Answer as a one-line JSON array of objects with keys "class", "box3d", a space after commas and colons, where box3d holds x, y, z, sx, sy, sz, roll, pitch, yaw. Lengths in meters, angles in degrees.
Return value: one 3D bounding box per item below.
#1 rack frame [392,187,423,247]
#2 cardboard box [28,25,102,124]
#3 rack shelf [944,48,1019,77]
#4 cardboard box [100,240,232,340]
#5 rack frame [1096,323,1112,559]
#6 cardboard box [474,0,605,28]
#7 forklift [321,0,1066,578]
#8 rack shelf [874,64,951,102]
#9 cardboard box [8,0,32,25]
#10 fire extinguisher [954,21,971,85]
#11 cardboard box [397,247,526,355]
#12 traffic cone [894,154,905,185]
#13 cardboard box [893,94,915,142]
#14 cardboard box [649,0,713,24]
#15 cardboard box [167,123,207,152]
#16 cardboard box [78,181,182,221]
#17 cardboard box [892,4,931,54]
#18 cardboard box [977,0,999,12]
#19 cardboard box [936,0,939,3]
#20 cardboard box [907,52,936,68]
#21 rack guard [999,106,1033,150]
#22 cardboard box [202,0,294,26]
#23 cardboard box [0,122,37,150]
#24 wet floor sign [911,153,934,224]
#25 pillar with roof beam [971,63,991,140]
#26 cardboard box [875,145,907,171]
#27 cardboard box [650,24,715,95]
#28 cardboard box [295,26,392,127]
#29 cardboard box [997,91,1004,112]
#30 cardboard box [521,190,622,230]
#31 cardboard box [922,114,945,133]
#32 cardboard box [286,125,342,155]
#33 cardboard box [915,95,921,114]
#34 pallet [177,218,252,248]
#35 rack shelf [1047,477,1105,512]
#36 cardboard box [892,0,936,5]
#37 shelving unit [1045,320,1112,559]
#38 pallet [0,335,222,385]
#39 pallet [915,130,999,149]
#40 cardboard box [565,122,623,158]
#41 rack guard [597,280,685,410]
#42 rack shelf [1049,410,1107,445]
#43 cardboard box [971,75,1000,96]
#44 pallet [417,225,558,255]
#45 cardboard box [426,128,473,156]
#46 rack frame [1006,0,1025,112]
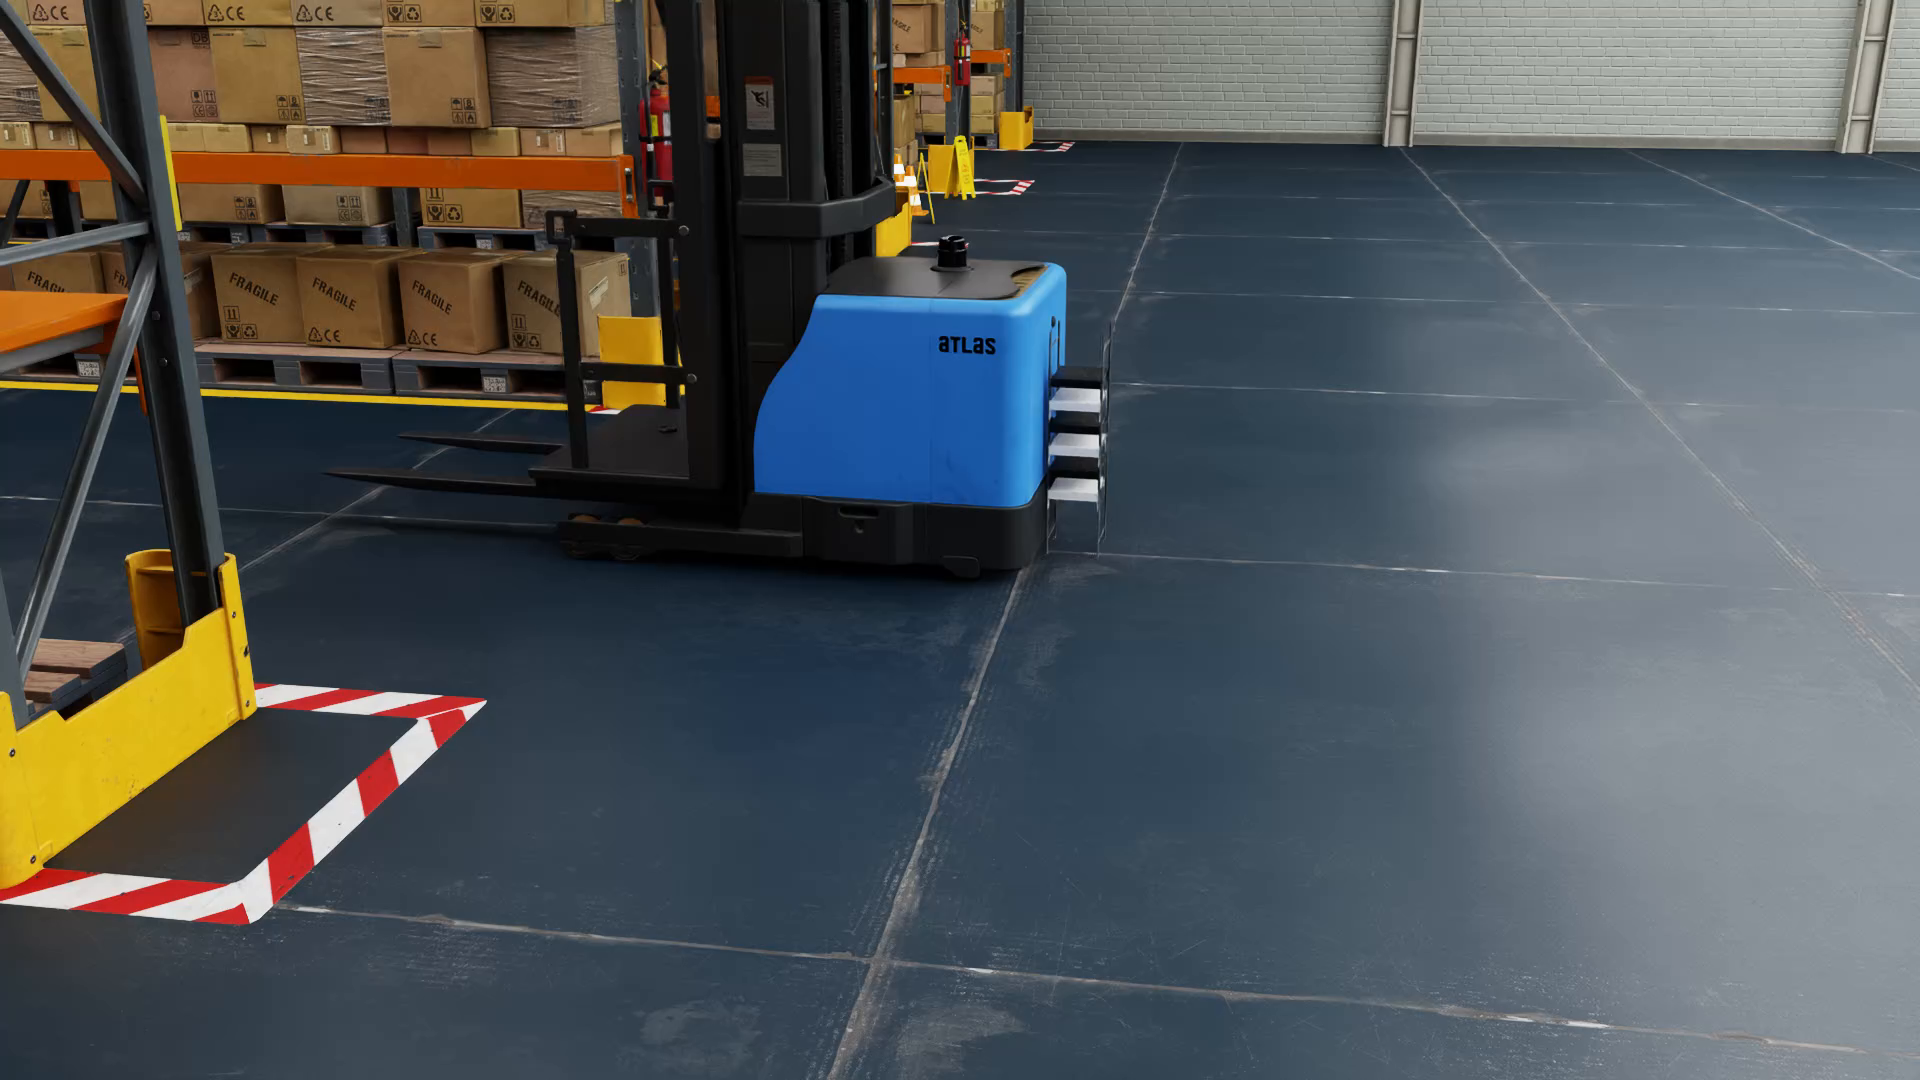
[{"class": "rack frame", "box3d": [-4.653, -4.044, 14.161, 0.127, 3.000, 1.000, 3, 19, 9]}, {"class": "cardboard box", "box3d": [-4.616, -2.605, 9.235, 0.500, 0.500, 0.875, 3, 19, 9]}, {"class": "rack shelf", "box3d": [-1.209, -6.713, 23.272, 4.000, 0.370, 1.077, 3, 19, 9]}, {"class": "cardboard box", "box3d": [-4.584, -1.449, 9.685, 0.500, 0.500, 0.500, 9, 21, 26]}, {"class": "rack frame", "box3d": [0.567, -0.387, 6.543, 0.006, 0.900, 0.240, 4, 19, 11]}, {"class": "cardboard box", "box3d": [-2.172, -2.906, 8.560, 0.500, 0.500, 0.500, 3, 19, 9]}, {"class": "forklift", "box3d": [-1.122, -1.466, 6.564, 3.031, 2.935, 1.130, 4, 19, 11]}, {"class": "rack shelf", "box3d": [-1.993, -5.158, 18.624, 4.000, 0.370, 1.077, 3, 19, 9]}, {"class": "cardboard box", "box3d": [-5.135, -3.055, 9.004, 0.500, 0.500, 0.500, 3, 19, 9]}, {"class": "fire extinguisher", "box3d": [0.022, -5.211, 17.772, 0.183, 0.674, 0.296, 3, 19, 9]}, {"class": "cardboard box", "box3d": [-2.799, -1.363, 9.427, 0.500, 0.500, 0.500, 8, 20, 23]}, {"class": "traffic cone", "box3d": [-0.647, -3.813, 17.468, 0.334, 0.463, 0.336, 3, 19, 9]}, {"class": "cardboard box", "box3d": [-0.794, -4.777, 18.843, 0.500, 0.500, 0.500, 2, 19, 7]}, {"class": "cardboard box", "box3d": [-2.152, -4.526, 13.664, 0.550, 0.550, 0.875, 3, 19, 9]}, {"class": "cardboard box", "box3d": [-4.136, -2.215, 9.093, 0.250, 0.149, 0.380, 3, 19, 9]}, {"class": "cardboard box", "box3d": [-7.151, -3.275, 14.748, 0.750, 0.750, 1.050, 3, 19, 9]}, {"class": "cardboard box", "box3d": [-0.597, -5.528, 17.969, 0.500, 0.500, 0.500, 3, 19, 8]}, {"class": "cardboard box", "box3d": [0.379, -7.238, 22.528, 0.250, 0.149, 0.380, 3, 19, 9]}, {"class": "cardboard box", "box3d": [-0.367, -7.290, 22.683, 0.250, 0.149, 0.380, 3, 19, 8]}, {"class": "cardboard box", "box3d": [-0.421, -5.231, 18.105, 0.250, 0.149, 0.380, 4, 19, 10]}, {"class": "rack guard", "box3d": [0.790, -5.767, 23.250, 0.348, 0.500, 1.175, 3, 19, 9]}, {"class": "cardboard box", "box3d": [-3.652, -2.983, 8.790, 0.500, 0.500, 0.500, 3, 19, 9]}, {"class": "cardboard box", "box3d": [-5.130, -2.254, 9.208, 0.250, 0.149, 0.380, 3, 19, 9]}, {"class": "wet floor sign", "box3d": [-0.361, -3.345, 15.782, 0.232, 0.644, 0.267, 0, 19, -1]}, {"class": "pillar with roof beam", "box3d": [-0.462, -8.767, 18.823, 0.400, 9.000, 9.100, 3, 19, 9]}, {"class": "cardboard box", "box3d": [-0.882, -4.251, 18.452, 0.500, 0.250, 0.500, 3, 19, 8]}, {"class": "cardboard box", "box3d": [-2.156, -4.006, 13.813, 0.550, 0.550, 0.875, 3, 19, 9]}, {"class": "cardboard box", "box3d": [-3.128, -2.544, 9.054, 0.500, 0.500, 0.875, 3, 19, 9]}, {"class": "cardboard box", "box3d": [0.335, -6.174, 23.413, 0.500, 0.250, 0.500, 3, 19, 10]}, {"class": "cardboard box", "box3d": [-3.152, -3.137, 14.139, 0.875, 0.875, 0.875, 3, 19, 9]}, {"class": "cardboard box", "box3d": [-0.238, -5.801, 23.085, 0.500, 0.250, 0.500, 3, 19, 9]}, {"class": "cardboard box", "box3d": [-3.402, -2.167, 8.947, 0.250, 0.149, 0.380, 3, 19, 9]}, {"class": "cardboard box", "box3d": [-0.771, -6.060, 23.071, 0.500, 0.250, 0.500, 2, 19, 7]}, {"class": "pallet", "box3d": [-6.634, -2.797, 14.830, 1.213, 0.211, 1.003, 3, 19, 9]}, {"class": "rack shelf", "box3d": [0.467, -0.192, 6.631, 0.200, 0.077, 0.258, 4, 19, 11]}, {"class": "cardboard box", "box3d": [-0.557, -6.018, 17.860, 0.500, 0.500, 0.700, 2, 19, 7]}, {"class": "shelving unit", "box3d": [0.467, -0.394, 6.563, 0.210, 0.900, 0.258, 4, 19, 11]}, {"class": "pallet", "box3d": [-4.870, -1.150, 9.906, 1.213, 0.211, 1.003, 3, 19, 9]}, {"class": "pallet", "box3d": [0.004, -5.656, 23.375, 1.213, 0.211, 1.003, 3, 19, 9]}, {"class": "cardboard box", "box3d": [-1.904, -2.124, 8.819, 0.250, 0.149, 0.380, 3, 19, 9]}, {"class": "rack guard", "box3d": [-1.665, -1.112, 9.338, 0.348, 0.500, 1.175, 3, 19, 9]}, {"class": "rack shelf", "box3d": [0.467, -0.448, 6.545, 0.200, 0.077, 0.258, 4, 19, 11]}, {"class": "cardboard box", "box3d": [0.262, -6.248, 22.845, 0.500, 0.250, 0.500, 4, 19, 10]}, {"class": "pallet", "box3d": [-3.914, -2.658, 14.415, 1.213, 0.211, 1.003, 3, 19, 9]}, {"class": "cardboard box", "box3d": [-2.650, -2.151, 8.899, 0.250, 0.149, 0.380, 3, 19, 9]}, {"class": "rack frame", "box3d": [0.766, -6.953, 22.857, 0.127, 3.000, 1.000, 3, 19, 9]}]
